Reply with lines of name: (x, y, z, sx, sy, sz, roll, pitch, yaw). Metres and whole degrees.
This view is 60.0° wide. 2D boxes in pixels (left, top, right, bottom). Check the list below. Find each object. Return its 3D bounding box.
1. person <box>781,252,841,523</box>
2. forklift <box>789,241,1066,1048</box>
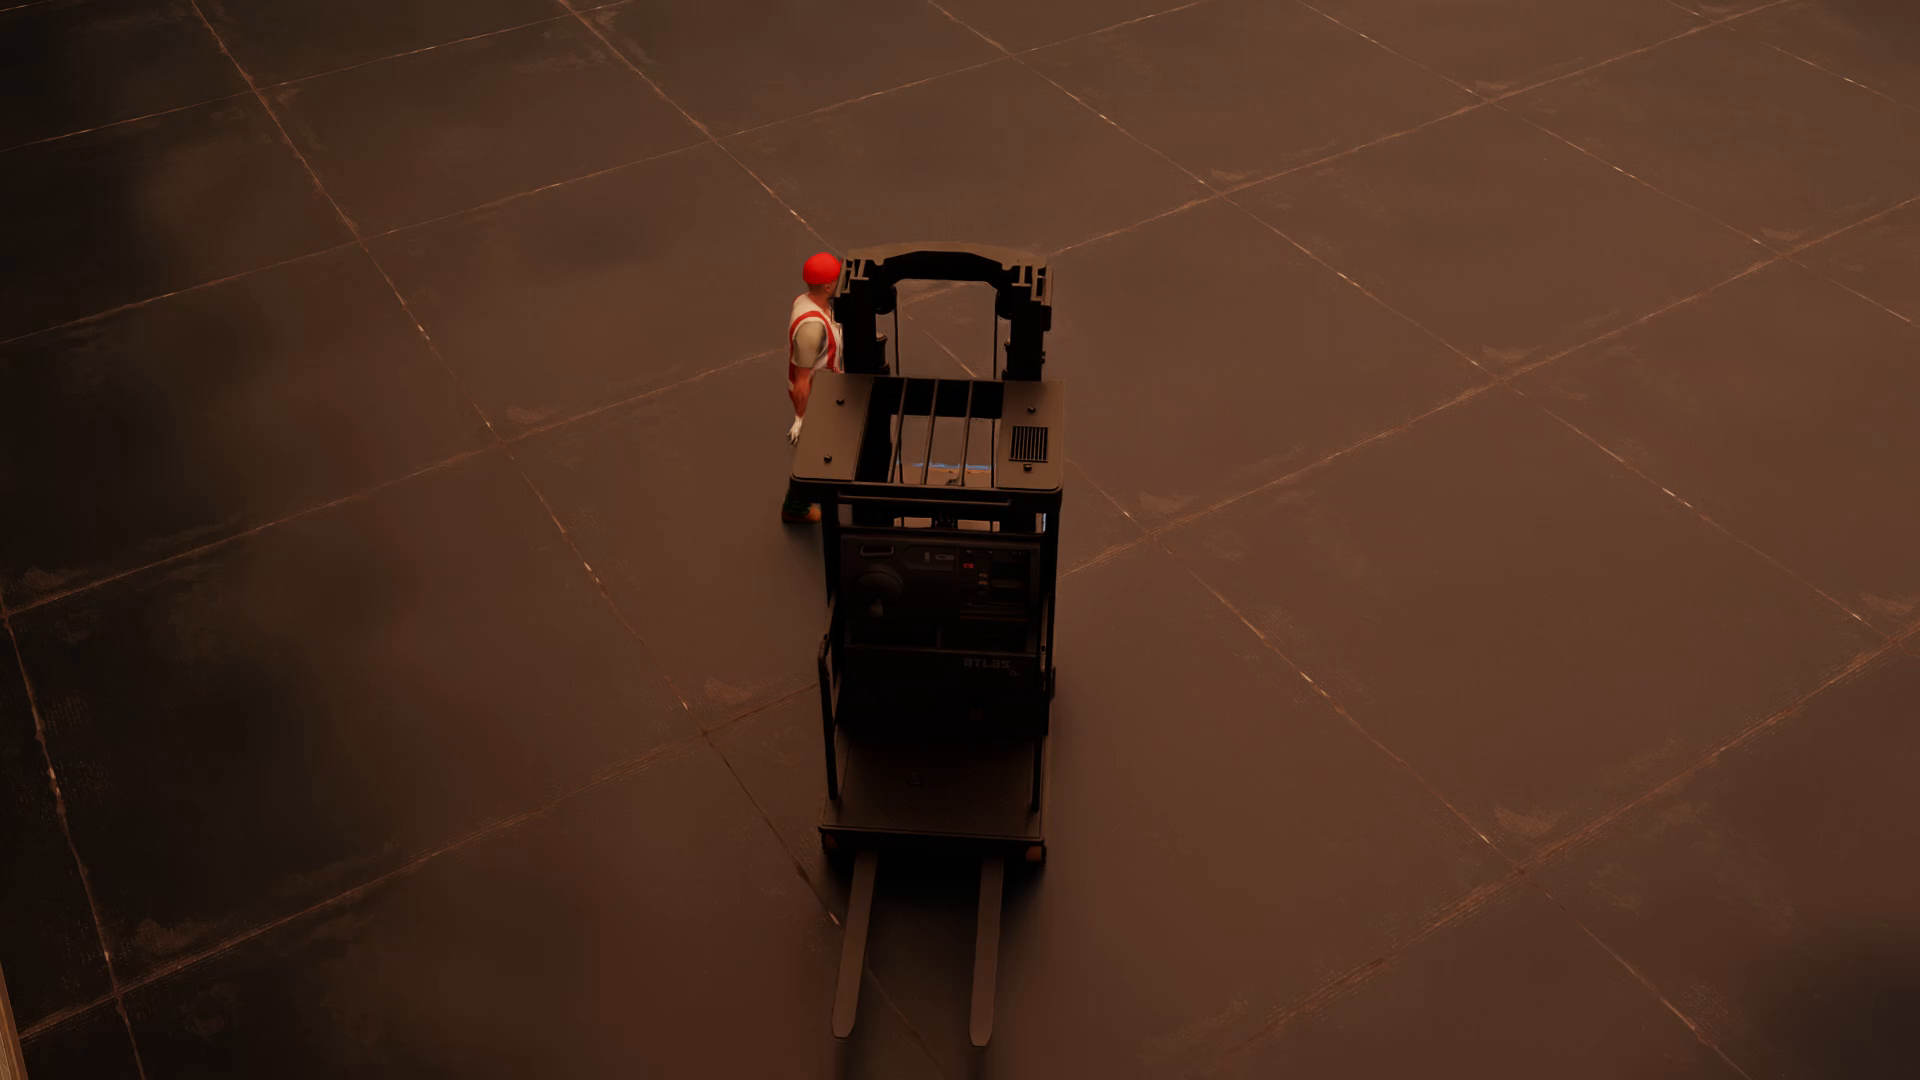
person: (-0.863, -0.867, 9.802, 0.479, 1.745, 0.890, 0, 41, -1)
forklift: (-0.107, 0.262, 7.571, 1.130, 2.935, 3.031, 3, 41, 3)
